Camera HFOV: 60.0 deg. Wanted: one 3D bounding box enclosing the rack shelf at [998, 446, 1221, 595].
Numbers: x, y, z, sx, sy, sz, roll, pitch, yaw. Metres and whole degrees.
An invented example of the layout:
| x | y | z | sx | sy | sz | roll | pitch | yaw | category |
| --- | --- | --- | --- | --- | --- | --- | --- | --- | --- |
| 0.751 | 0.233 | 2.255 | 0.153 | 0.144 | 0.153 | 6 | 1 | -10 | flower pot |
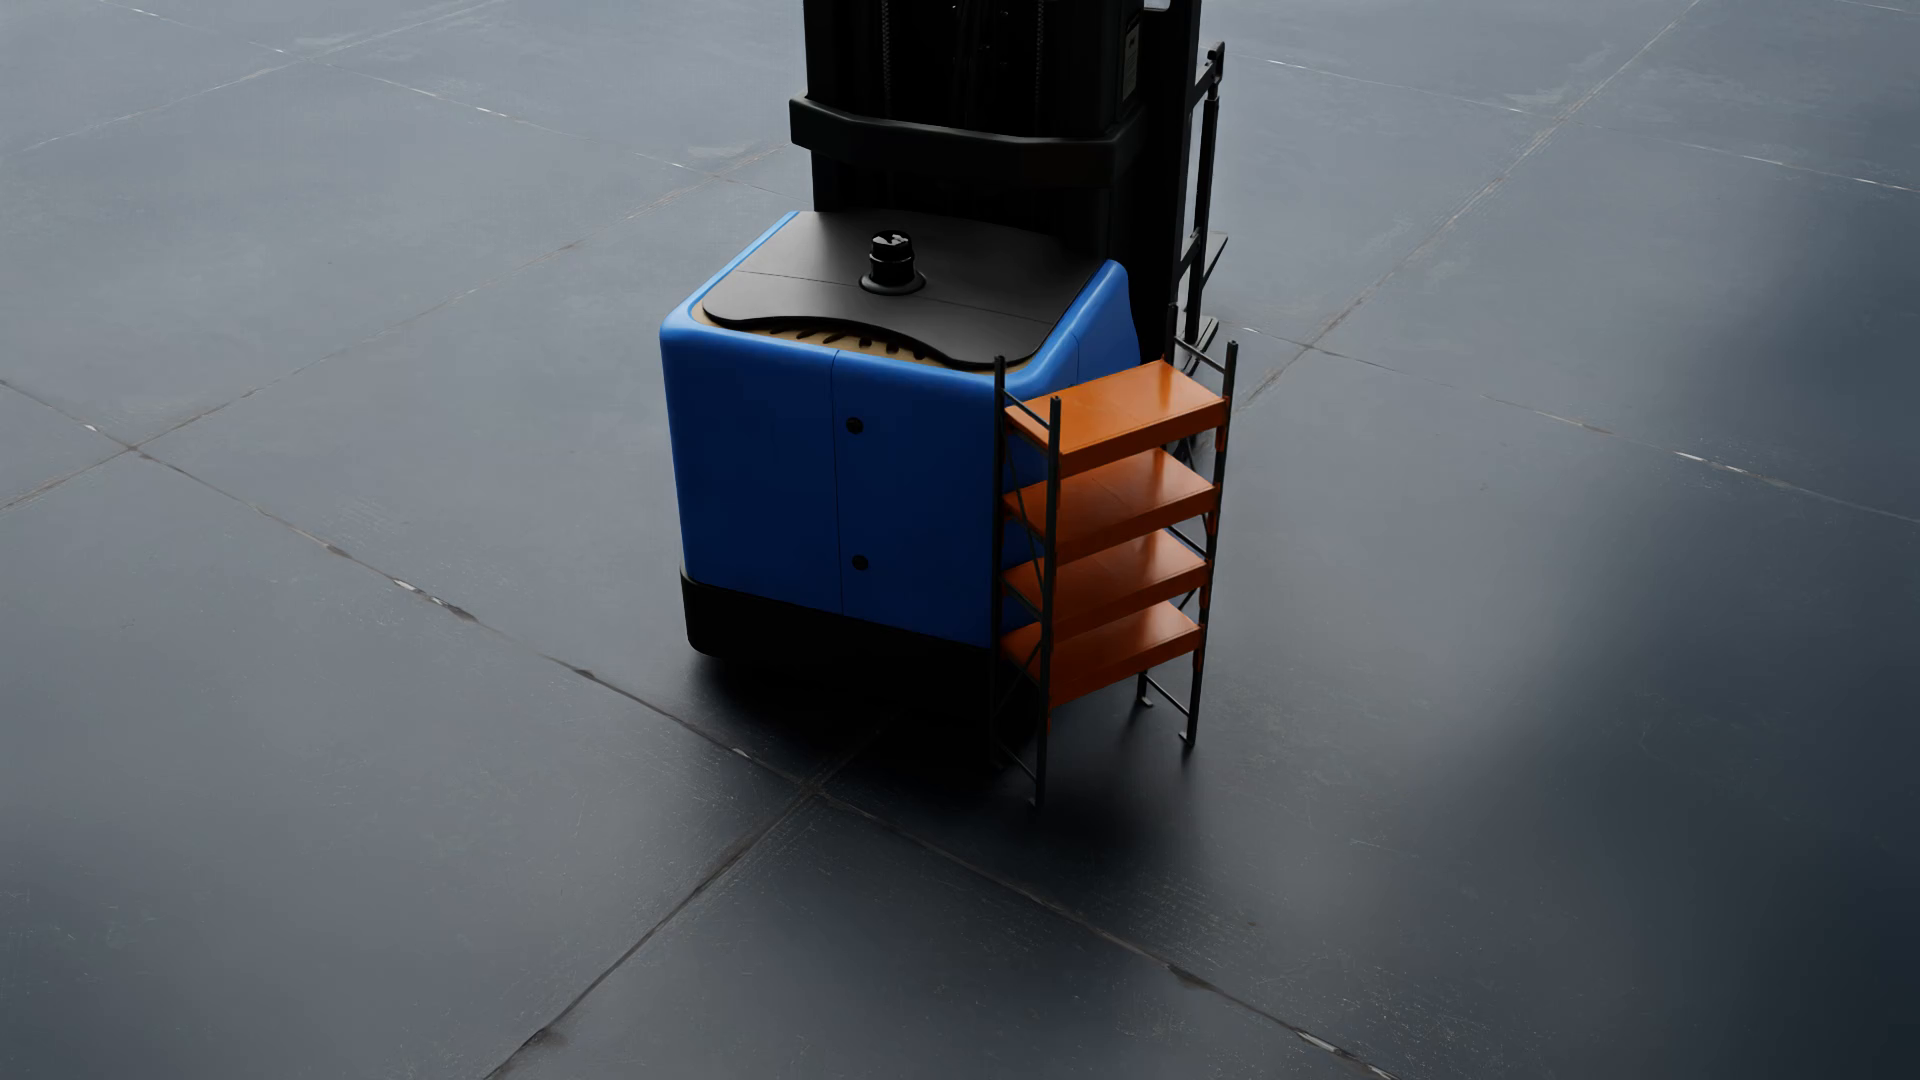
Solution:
| x | y | z | sx | sy | sz | roll | pitch | yaw | category |
| --- | --- | --- | --- | --- | --- | --- | --- | --- | --- |
| 0.353 | -0.063 | 3.992 | 0.480 | 0.148 | 0.258 | -19 | 39 | -26 | rack shelf |

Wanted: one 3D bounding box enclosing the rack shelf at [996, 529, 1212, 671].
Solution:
| x | y | z | sx | sy | sz | roll | pitch | yaw | category |
| --- | --- | --- | --- | --- | --- | --- | --- | --- | --- |
| 0.353 | 0.122 | 4.118 | 0.480 | 0.148 | 0.258 | -19 | 39 | -26 | rack shelf |

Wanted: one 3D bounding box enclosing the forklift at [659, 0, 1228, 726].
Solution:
| x | y | z | sx | sy | sz | roll | pitch | yaw | category |
| --- | --- | --- | --- | --- | --- | --- | --- | --- | --- |
| 0.222 | -1.543 | 4.915 | 1.130 | 2.935 | 3.031 | 12 | 36 | 17 | forklift |

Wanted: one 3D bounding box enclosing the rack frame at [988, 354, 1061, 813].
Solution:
| x | y | z | sx | sy | sz | roll | pitch | yaw | category |
| --- | --- | --- | --- | --- | --- | --- | --- | --- | --- |
| 0.146 | 0.139 | 3.973 | 0.015 | 1.200 | 0.240 | -19 | 39 | -26 | rack frame |

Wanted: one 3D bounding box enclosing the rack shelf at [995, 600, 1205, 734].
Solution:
| x | y | z | sx | sy | sz | roll | pitch | yaw | category |
| --- | --- | --- | --- | --- | --- | --- | --- | --- | --- |
| 0.352 | 0.286 | 4.230 | 0.480 | 0.148 | 0.258 | -19 | 39 | -26 | rack shelf |

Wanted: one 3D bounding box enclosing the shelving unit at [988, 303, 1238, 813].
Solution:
| x | y | z | sx | sy | sz | roll | pitch | yaw | category |
| --- | --- | --- | --- | --- | --- | --- | --- | --- | --- |
| 0.353 | 0.066 | 4.080 | 0.503 | 1.200 | 0.258 | -19 | 39 | -26 | shelving unit |

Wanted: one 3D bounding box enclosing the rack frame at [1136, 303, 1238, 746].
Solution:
| x | y | z | sx | sy | sz | roll | pitch | yaw | category |
| --- | --- | --- | --- | --- | --- | --- | --- | --- | --- |
| 0.560 | -0.006 | 4.187 | 0.015 | 1.200 | 0.240 | -19 | 39 | -26 | rack frame |

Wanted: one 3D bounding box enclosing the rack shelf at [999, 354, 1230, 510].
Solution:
| x | y | z | sx | sy | sz | roll | pitch | yaw | category |
| --- | --- | --- | --- | --- | --- | --- | --- | --- | --- |
| 0.354 | -0.258 | 3.858 | 0.480 | 0.148 | 0.258 | -19 | 39 | -26 | rack shelf |
